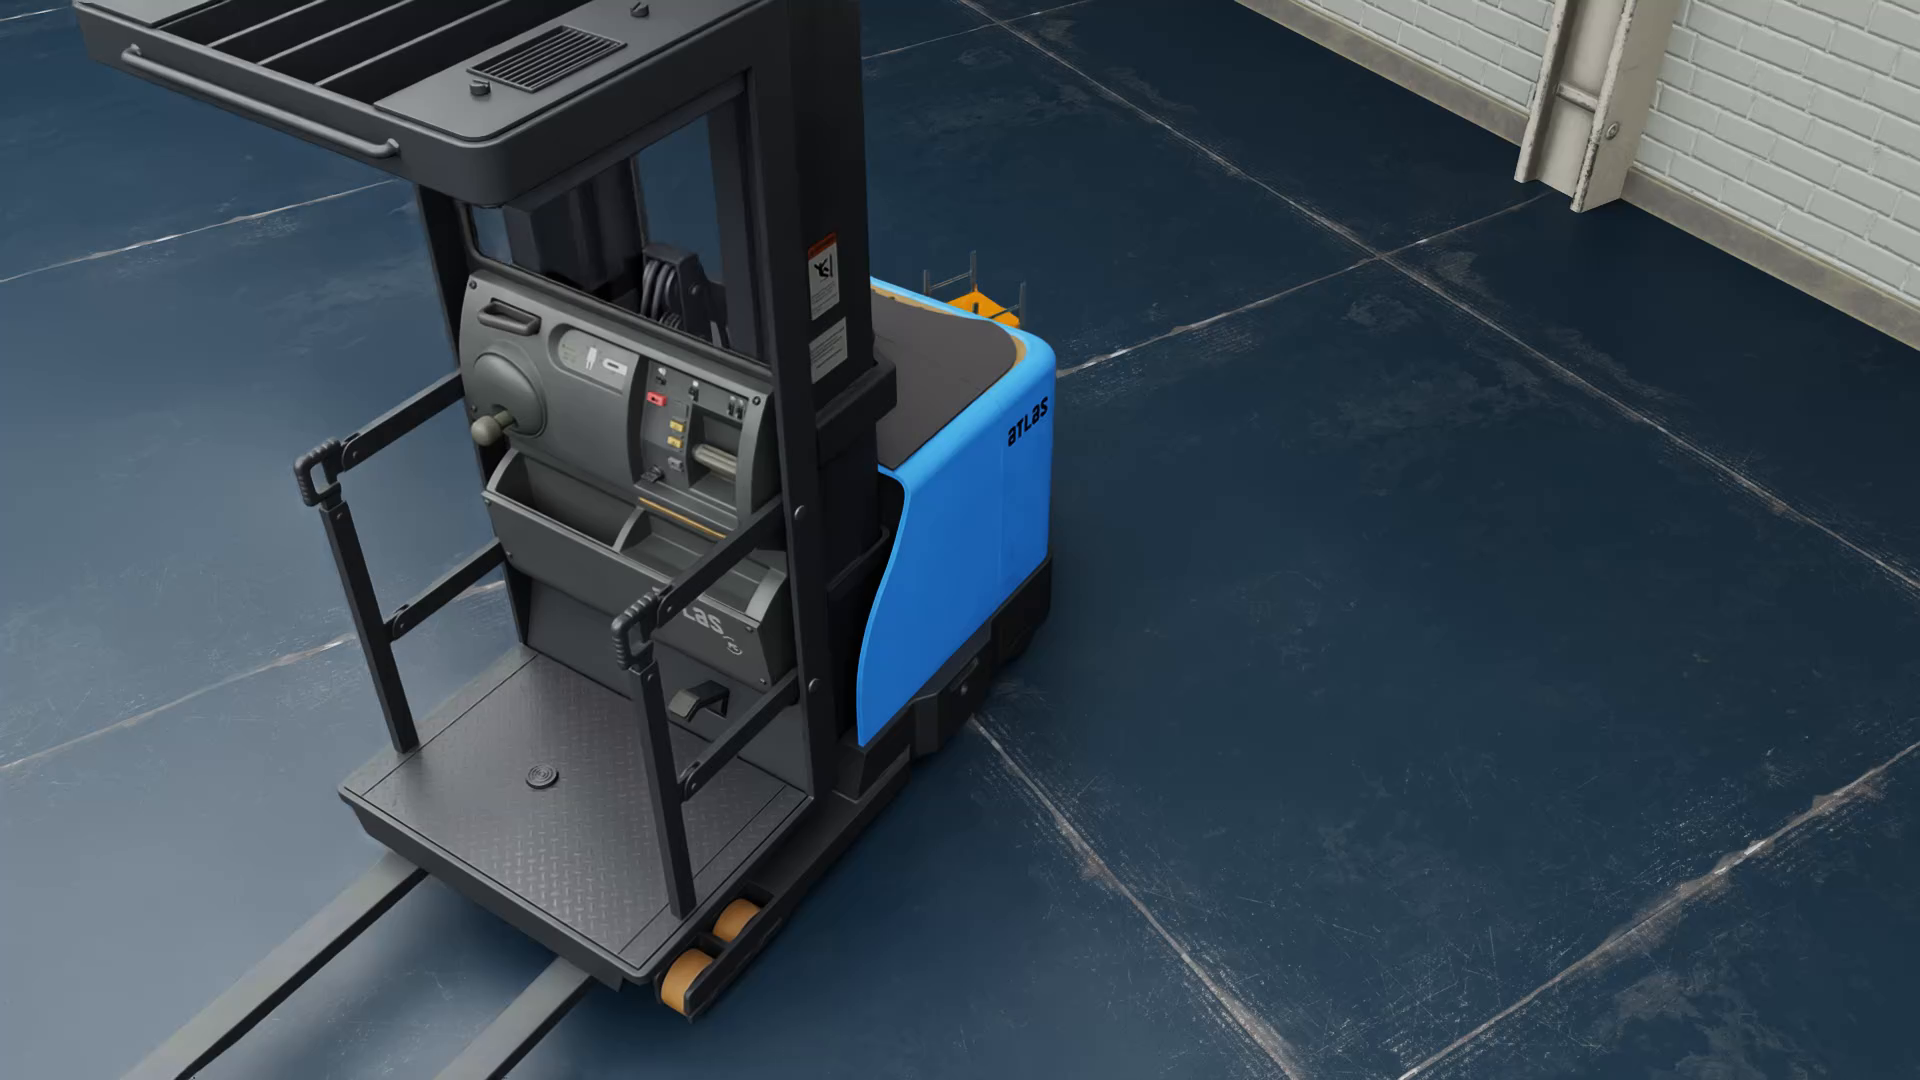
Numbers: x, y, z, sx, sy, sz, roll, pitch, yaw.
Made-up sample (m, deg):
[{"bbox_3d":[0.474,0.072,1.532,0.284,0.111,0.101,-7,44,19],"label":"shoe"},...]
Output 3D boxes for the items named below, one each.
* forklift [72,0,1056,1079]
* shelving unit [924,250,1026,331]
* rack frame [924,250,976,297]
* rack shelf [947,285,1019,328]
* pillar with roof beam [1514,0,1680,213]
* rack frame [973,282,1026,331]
[{"bbox_3d":[-0.944,-0.255,3.767,1.130,2.935,3.031,23,45,25],"label":"forklift"},{"bbox_3d":[0.044,-0.399,5.408,0.215,1.050,0.252,-26,46,-28],"label":"shelving unit"},{"bbox_3d":[-0.031,-0.461,5.482,0.200,1.050,0.008,-26,46,-28],"label":"rack frame"},{"bbox_3d":[0.044,-0.609,5.234,0.215,0.259,0.240,-26,46,-28],"label":"rack shelf"},{"bbox_3d":[-0.806,-3.614,3.057,9.100,9.000,0.400,-22,45,-24],"label":"pillar with roof beam"},{"bbox_3d":[0.118,-0.337,5.334,0.200,1.050,0.008,-26,46,-28],"label":"rack frame"}]
